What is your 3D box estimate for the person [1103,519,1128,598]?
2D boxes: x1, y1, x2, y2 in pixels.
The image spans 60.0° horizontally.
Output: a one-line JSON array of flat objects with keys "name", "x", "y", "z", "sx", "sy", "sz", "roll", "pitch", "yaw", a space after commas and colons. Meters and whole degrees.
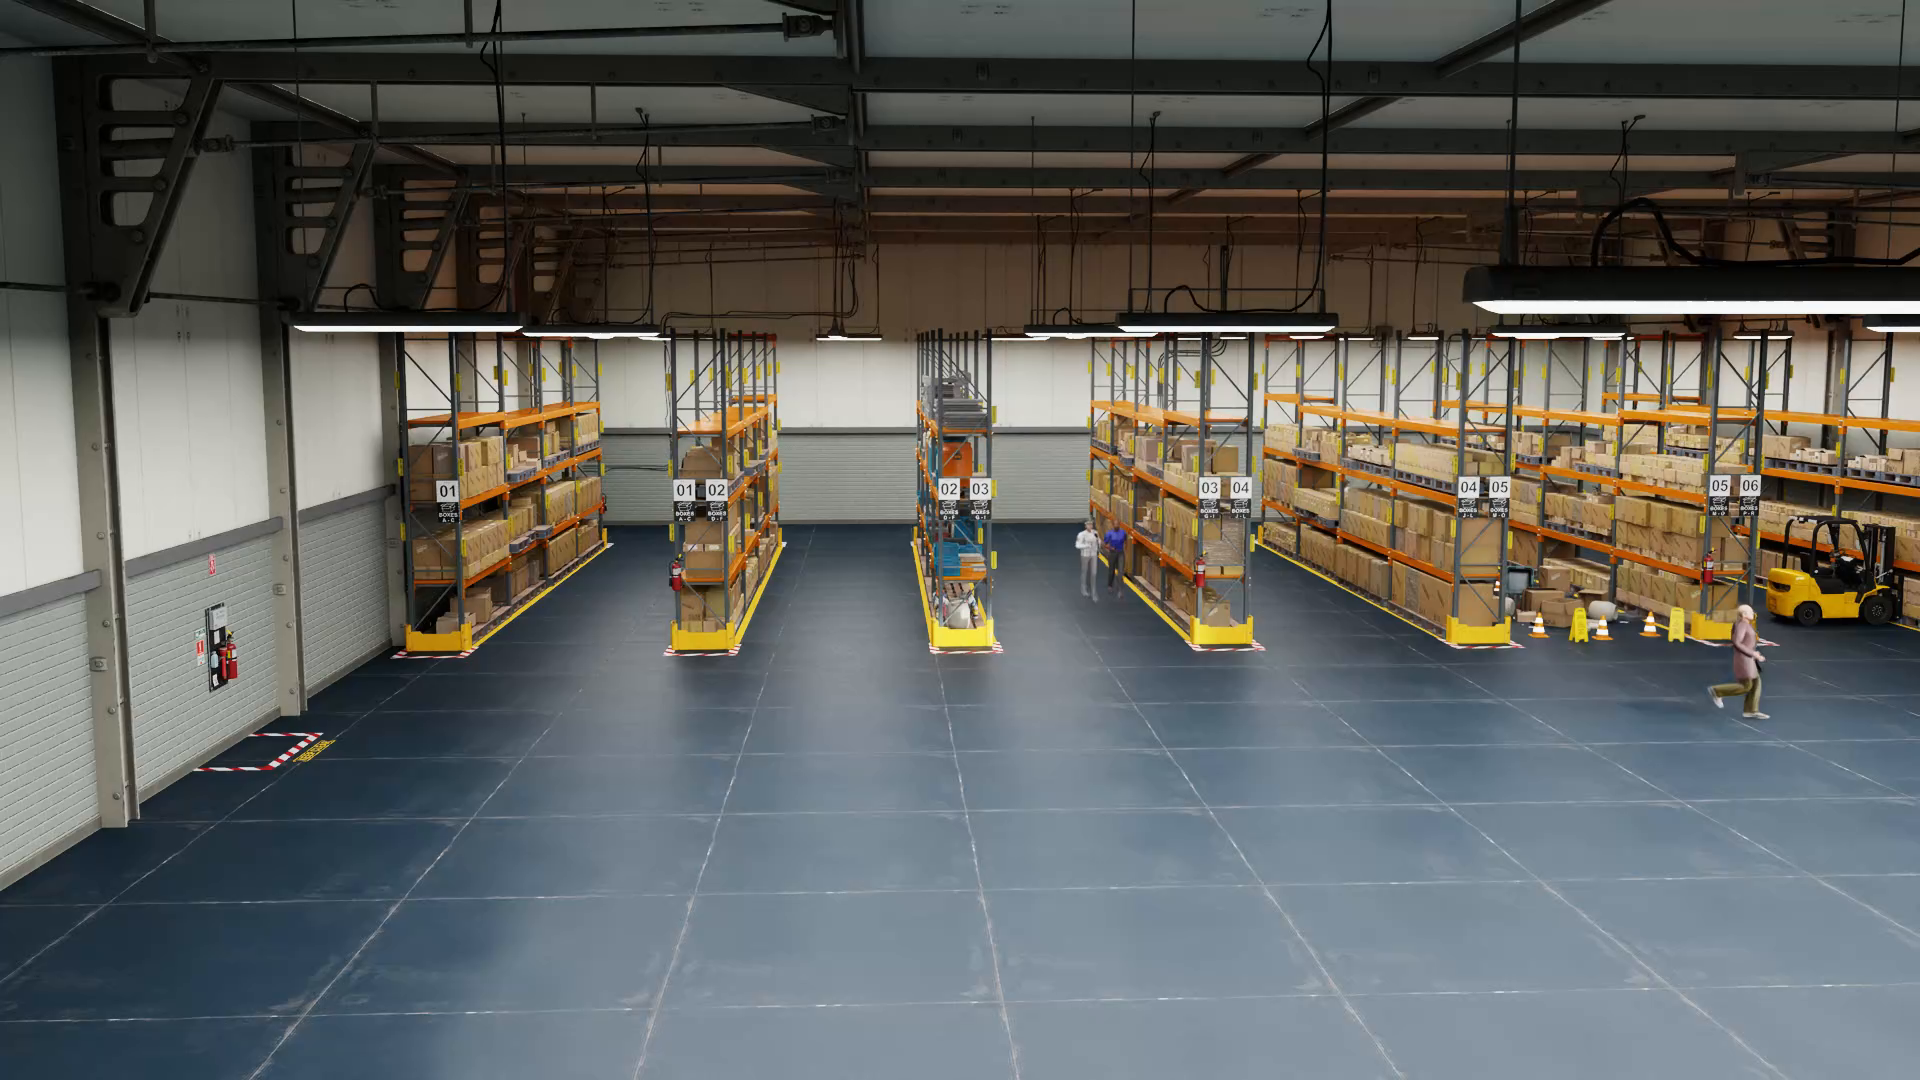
[{"name": "person", "x": 3.384, "y": 0.373, "z": 35.983, "sx": 0.592, "sy": 1.673, "sz": 0.862, "roll": -1, "pitch": 7, "yaw": -7}]

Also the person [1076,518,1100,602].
[{"name": "person", "x": 2.761, "y": 0.404, "z": 35.620, "sx": 0.598, "sy": 1.779, "sz": 0.740, "roll": -1, "pitch": 7, "yaw": -9}]

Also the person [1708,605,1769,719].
[{"name": "person", "x": 11.992, "y": 1.863, "z": 25.534, "sx": 0.877, "sy": 1.753, "sz": 0.711, "roll": 4, "pitch": 8, "yaw": 30}]

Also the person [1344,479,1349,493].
[{"name": "person", "x": 11.371, "y": -0.960, "z": 49.385, "sx": 0.673, "sy": 1.777, "sz": 0.647, "roll": 0, "pitch": 7, "yaw": 0}]
